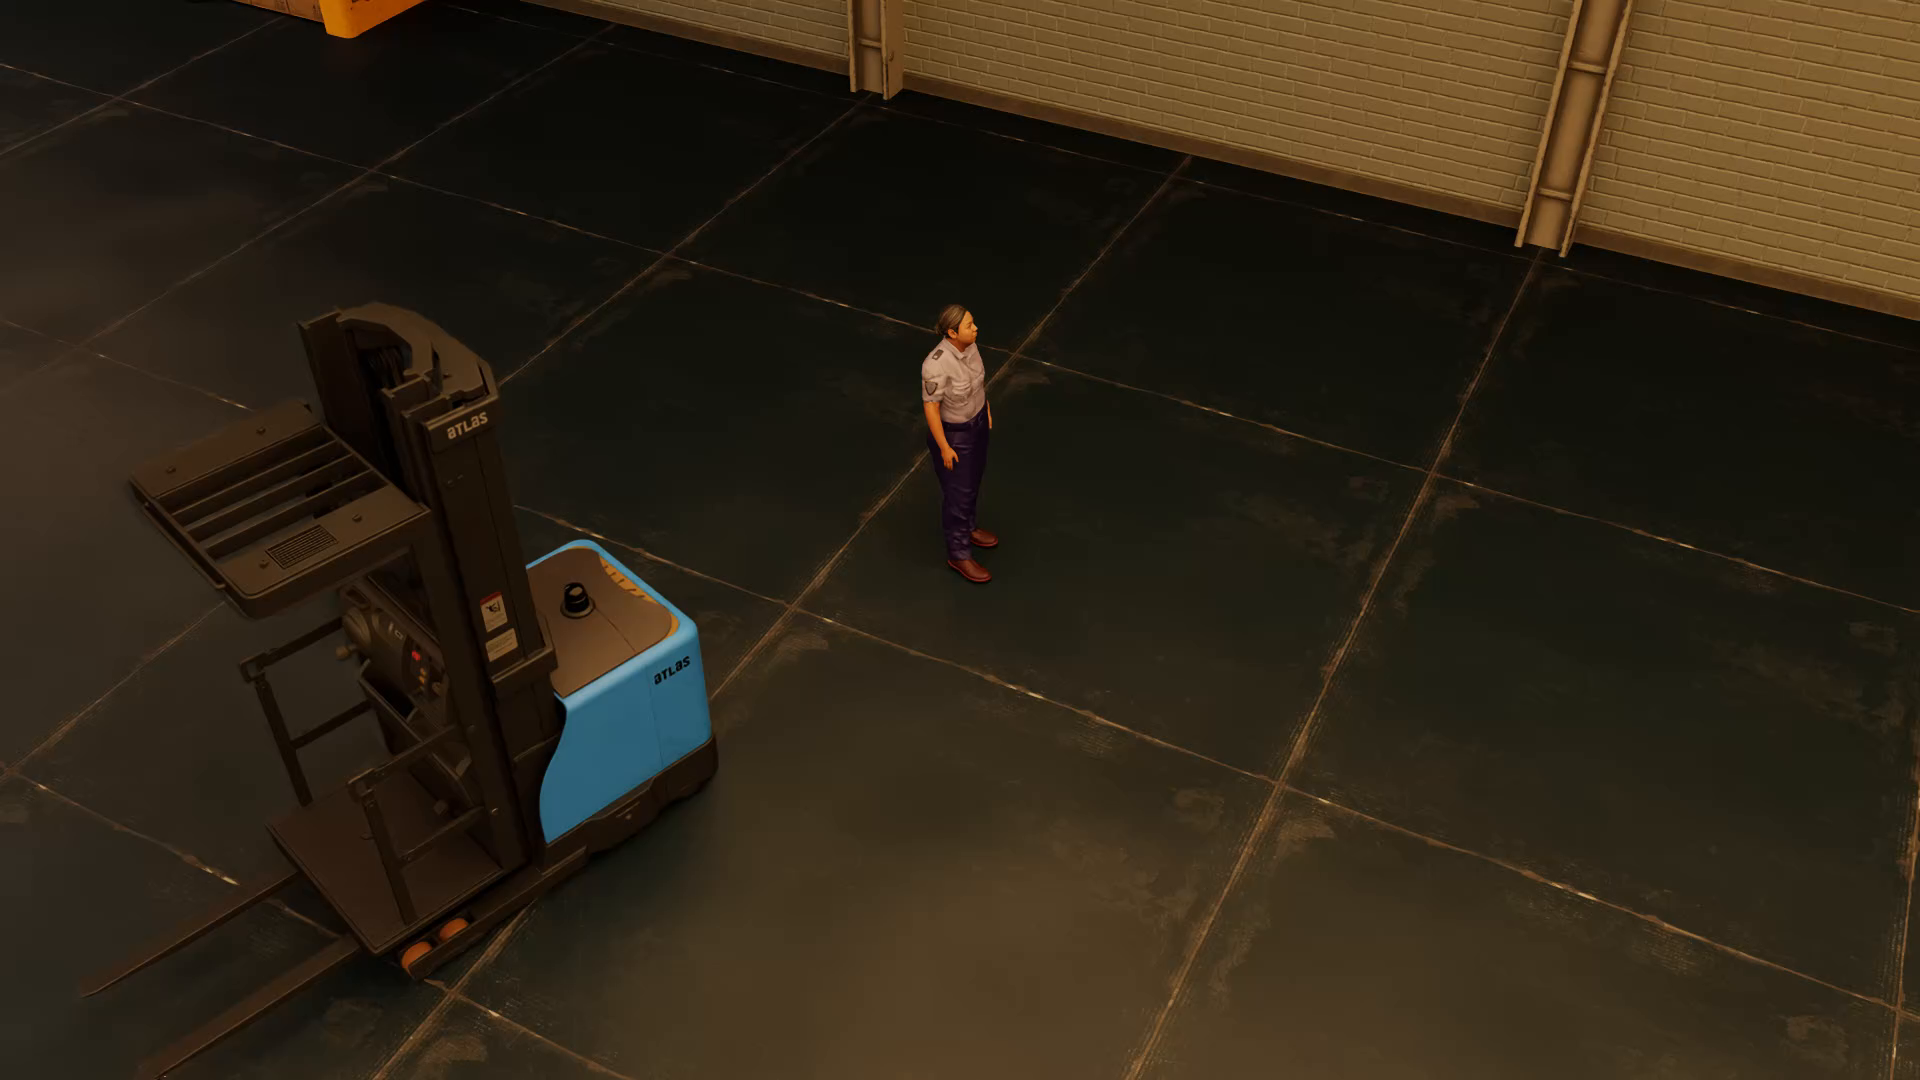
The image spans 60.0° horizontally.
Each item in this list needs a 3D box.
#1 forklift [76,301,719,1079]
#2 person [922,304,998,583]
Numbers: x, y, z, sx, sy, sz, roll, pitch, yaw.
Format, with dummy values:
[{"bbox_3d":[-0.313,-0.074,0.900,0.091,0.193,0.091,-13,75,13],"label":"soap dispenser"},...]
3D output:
[{"bbox_3d":[-2.676,0.554,7.328,3.031,2.935,1.130,-32,50,-32],"label":"forklift"},{"bbox_3d":[0.069,-0.597,9.679,0.503,1.651,0.598,18,43,21],"label":"person"}]
